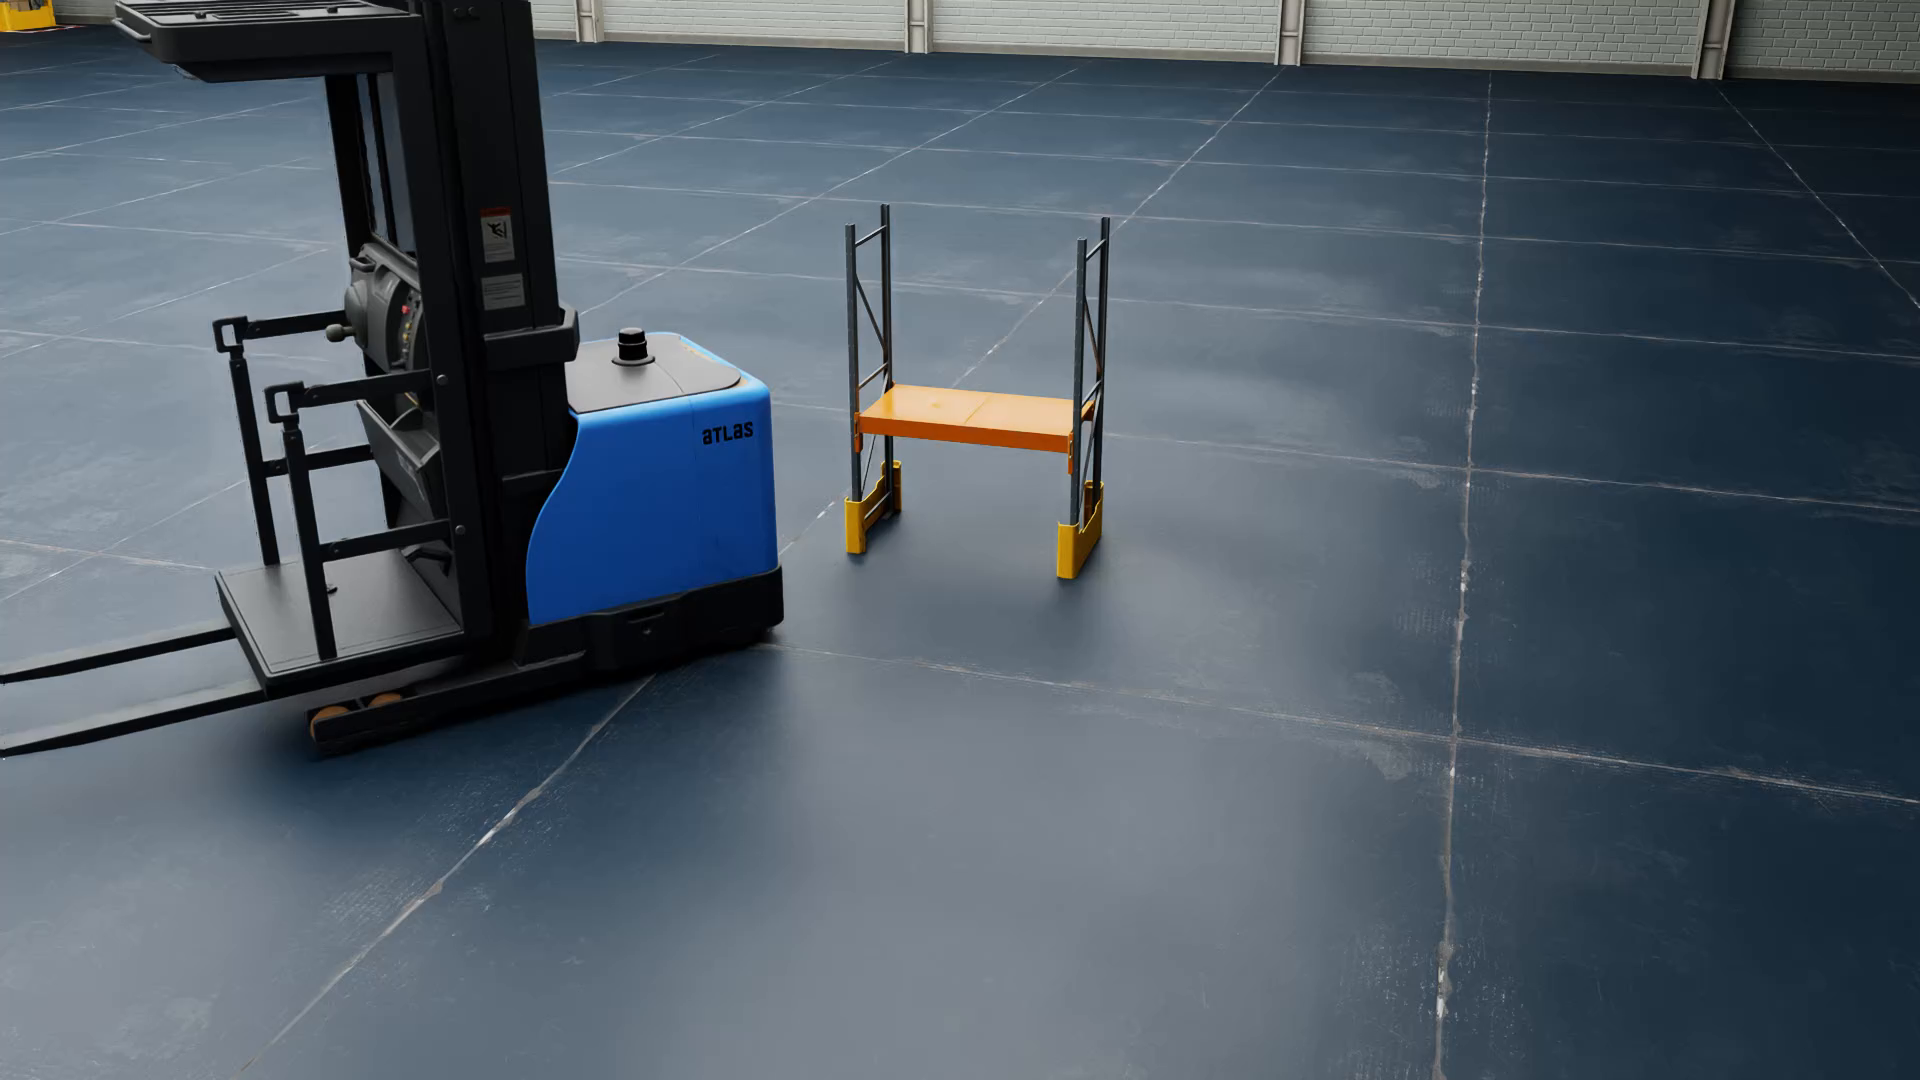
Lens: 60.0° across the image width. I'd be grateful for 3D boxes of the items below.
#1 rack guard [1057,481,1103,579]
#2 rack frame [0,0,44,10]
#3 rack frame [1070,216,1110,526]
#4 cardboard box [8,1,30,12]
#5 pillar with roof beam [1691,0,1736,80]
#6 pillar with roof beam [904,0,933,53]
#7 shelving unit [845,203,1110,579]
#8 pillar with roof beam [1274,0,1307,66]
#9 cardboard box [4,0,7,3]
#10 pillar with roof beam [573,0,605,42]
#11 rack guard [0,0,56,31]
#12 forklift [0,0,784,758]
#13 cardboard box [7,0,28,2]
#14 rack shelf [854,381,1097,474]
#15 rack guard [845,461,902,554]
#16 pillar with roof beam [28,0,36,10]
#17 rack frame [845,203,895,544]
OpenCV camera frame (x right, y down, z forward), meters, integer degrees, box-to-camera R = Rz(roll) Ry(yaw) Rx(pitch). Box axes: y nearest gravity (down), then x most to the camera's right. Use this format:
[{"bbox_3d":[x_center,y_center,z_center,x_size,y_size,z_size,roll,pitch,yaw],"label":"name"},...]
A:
[{"bbox_3d":[0.550,-0.053,7.569,0.087,0.250,0.587,7,23,16],"label":"rack guard"},{"bbox_3d":[-17.497,-10.970,30.561,0.127,3.000,1.000,7,23,16],"label":"rack frame"},{"bbox_3d":[0.568,-0.629,7.327,0.032,1.500,0.500,7,23,16],"label":"rack frame"},{"bbox_3d":[-17.911,-10.017,31.308,0.500,0.250,0.500,7,23,16],"label":"cardboard box"},{"bbox_3d":[9.574,-9.297,18.577,0.400,9.000,9.100,7,23,16],"label":"pillar with roof beam"},{"bbox_3d":[-1.914,-10.612,21.784,0.400,9.000,9.100,7,23,16],"label":"pillar with roof beam"},{"bbox_3d":[0.073,-0.686,7.465,1.083,1.500,0.587,7,23,16],"label":"shelving unit"},{"bbox_3d":[3.830,-9.954,20.180,0.400,9.000,9.100,7,23,16],"label":"pillar with roof beam"},{"bbox_3d":[-18.054,-10.063,30.762,0.500,0.250,0.500,6,23,15],"label":"cardboard box"},{"bbox_3d":[-7.659,-11.270,23.387,0.400,9.000,9.100,7,23,16],"label":"pillar with roof beam"},{"bbox_3d":[-17.474,-9.811,31.029,0.348,0.500,1.175,7,23,16],"label":"rack guard"},{"bbox_3d":[-2.245,-0.824,5.916,3.031,2.935,1.130,-13,26,-29],"label":"forklift"},{"bbox_3d":[-17.888,-10.251,31.218,0.500,0.250,0.500,7,23,16],"label":"cardboard box"},{"bbox_3d":[0.082,-0.518,7.531,1.000,0.185,0.538,7,23,16],"label":"rack shelf"},{"bbox_3d":[-0.404,-0.162,7.835,0.087,0.250,0.587,7,23,16],"label":"rack guard"},{"bbox_3d":[-19.147,-12.585,26.594,0.400,9.000,9.100,7,23,16],"label":"pillar with roof beam"},{"bbox_3d":[-0.405,-0.740,7.598,0.032,1.500,0.500,7,23,16],"label":"rack frame"}]
